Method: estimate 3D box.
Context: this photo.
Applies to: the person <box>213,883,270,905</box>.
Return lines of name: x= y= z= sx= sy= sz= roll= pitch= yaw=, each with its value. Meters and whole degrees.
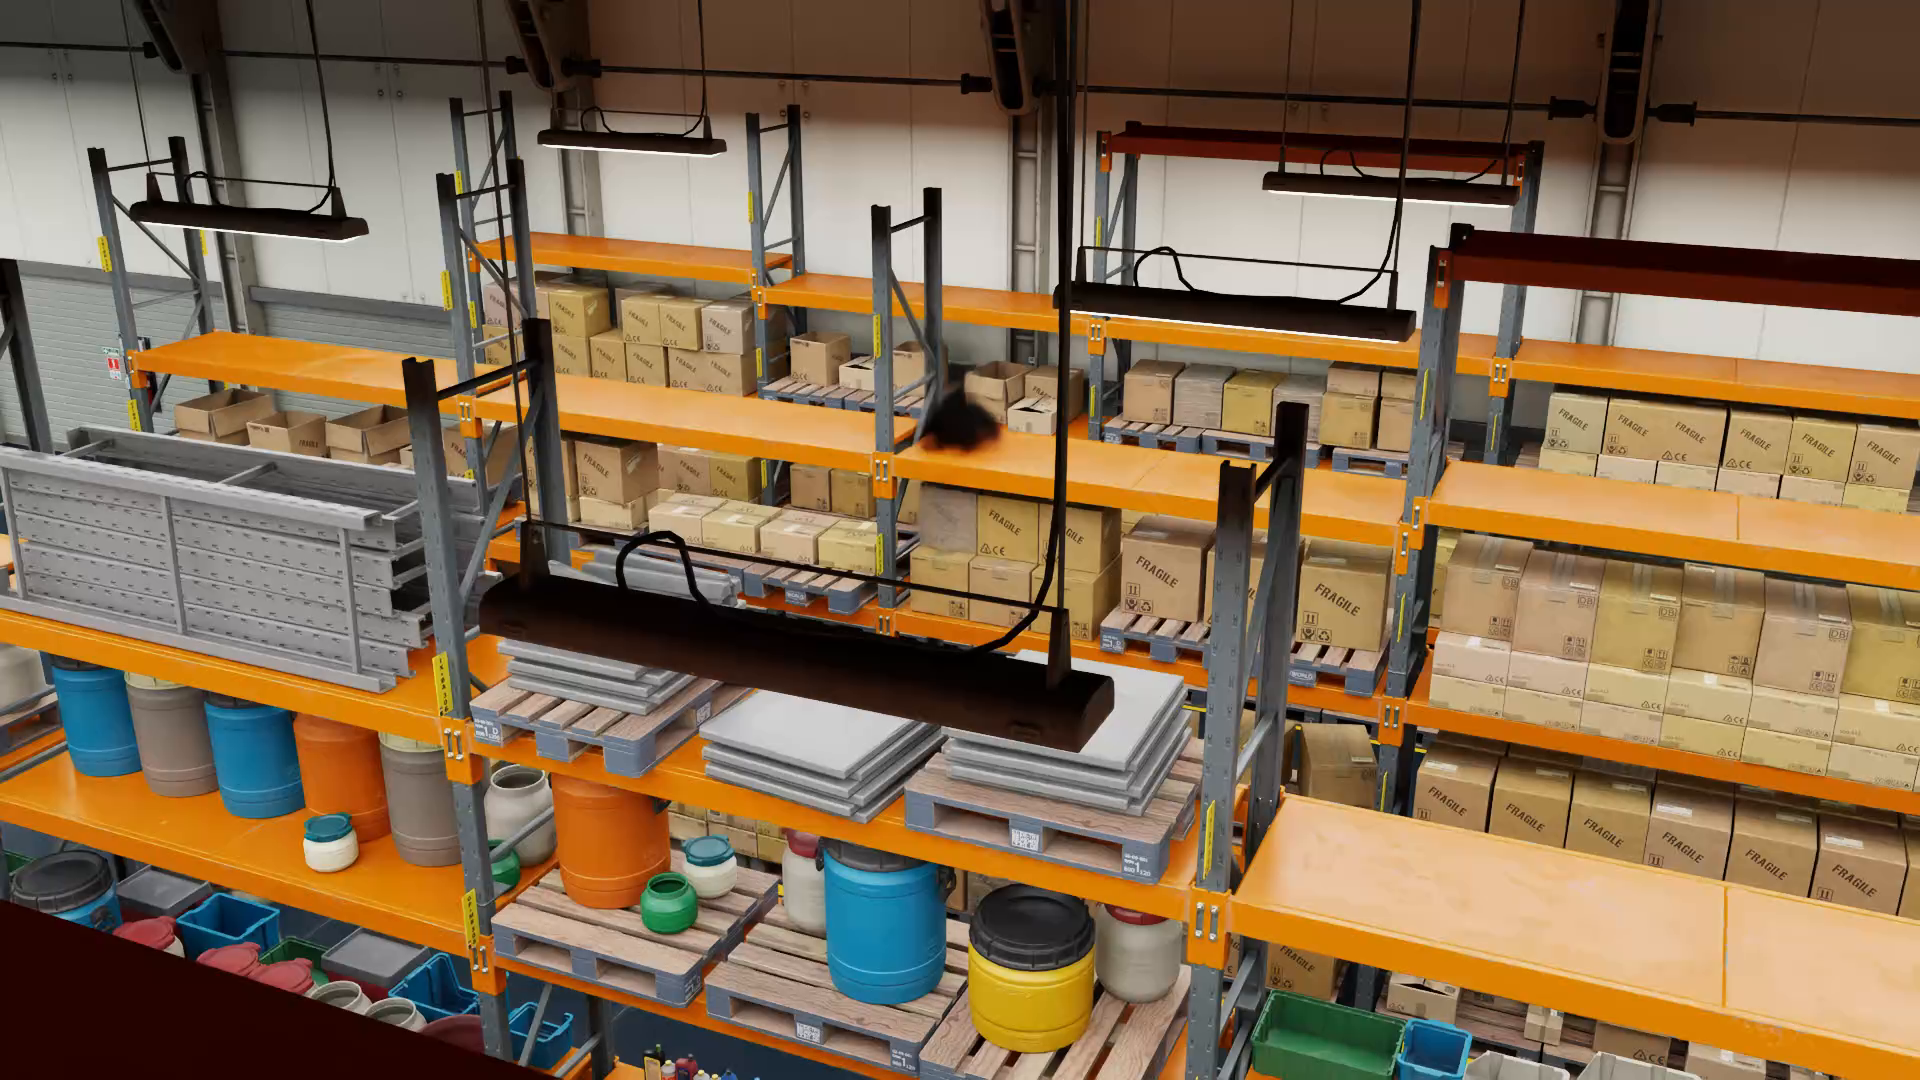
person: x=-5.653 y=2.751 z=13.051 sx=0.971 sy=1.593 sz=0.674 roll=13 pitch=24 yaw=32
